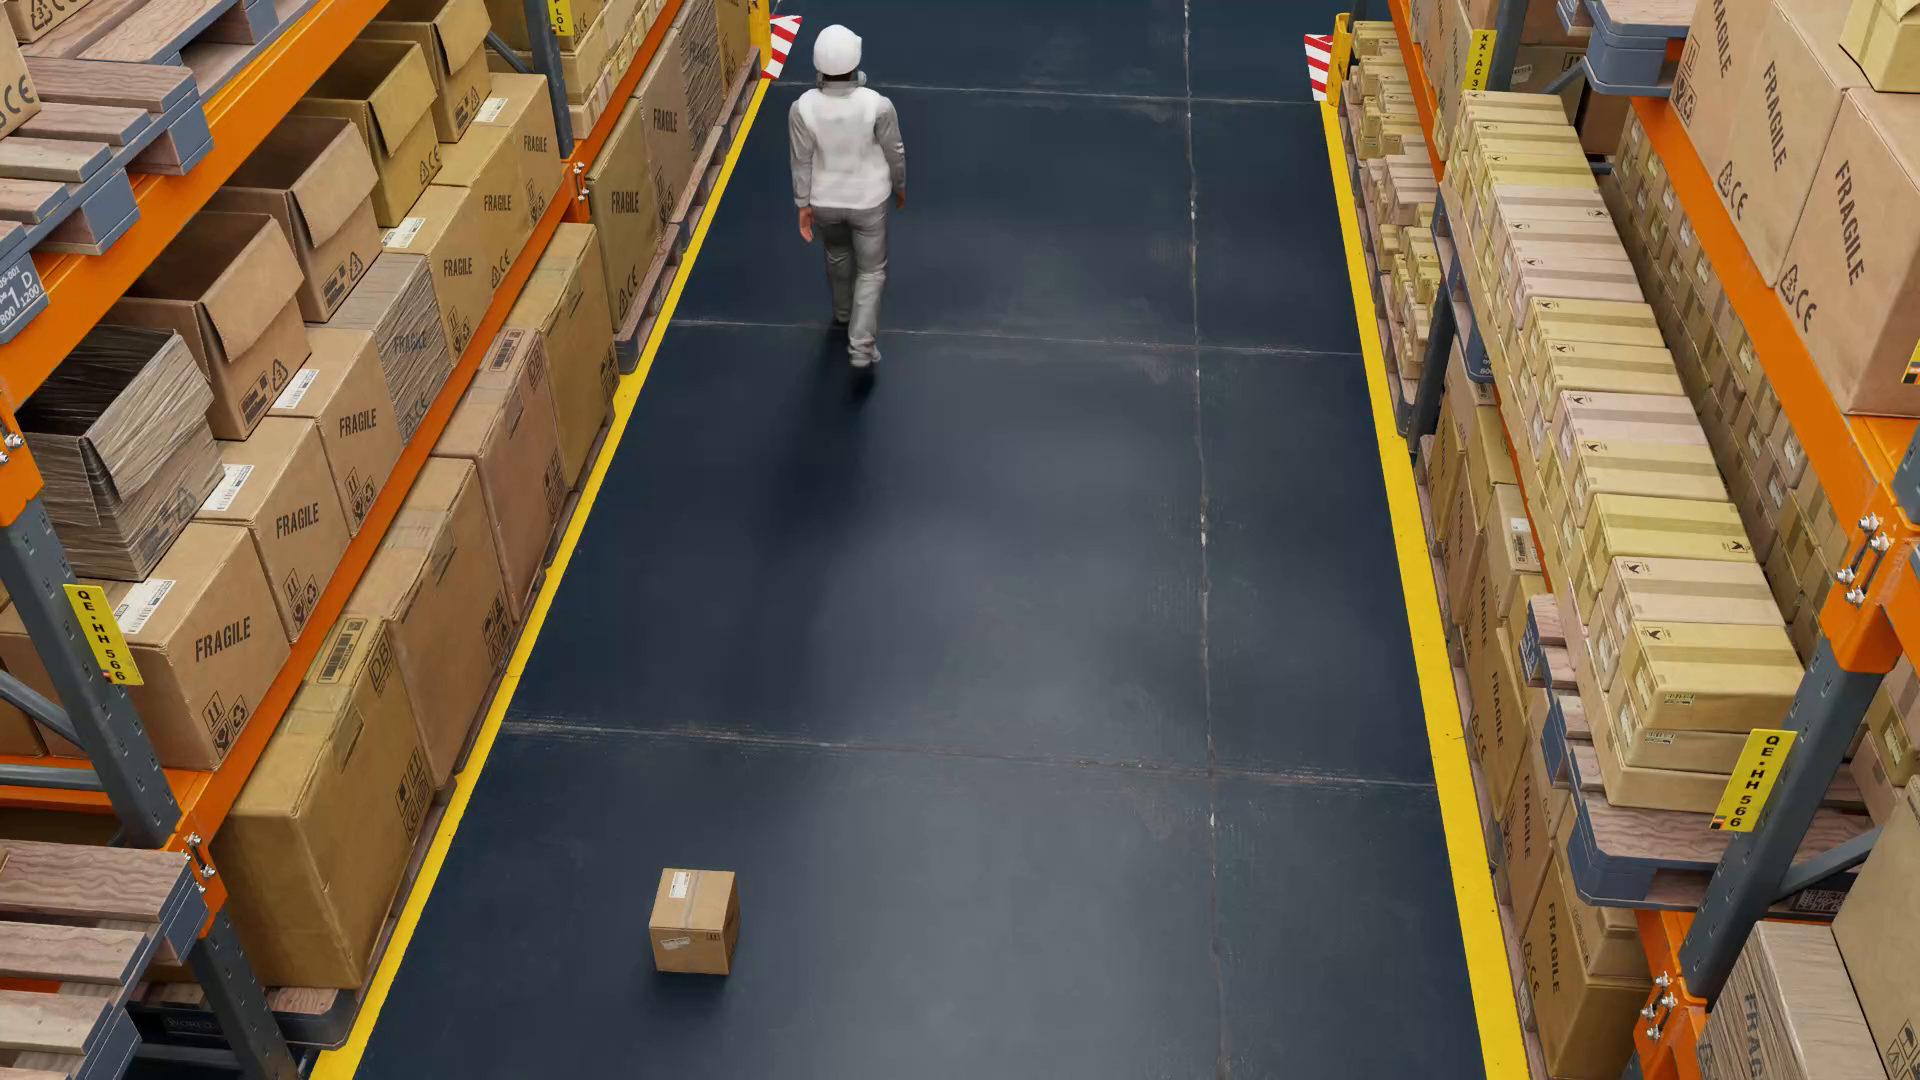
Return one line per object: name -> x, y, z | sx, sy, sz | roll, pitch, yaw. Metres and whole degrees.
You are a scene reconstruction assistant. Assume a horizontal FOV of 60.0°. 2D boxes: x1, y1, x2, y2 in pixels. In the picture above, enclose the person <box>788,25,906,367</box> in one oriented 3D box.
person -> -0.539, -1.704, 8.185 | 0.545, 1.739, 0.942 | 4, 40, 5
